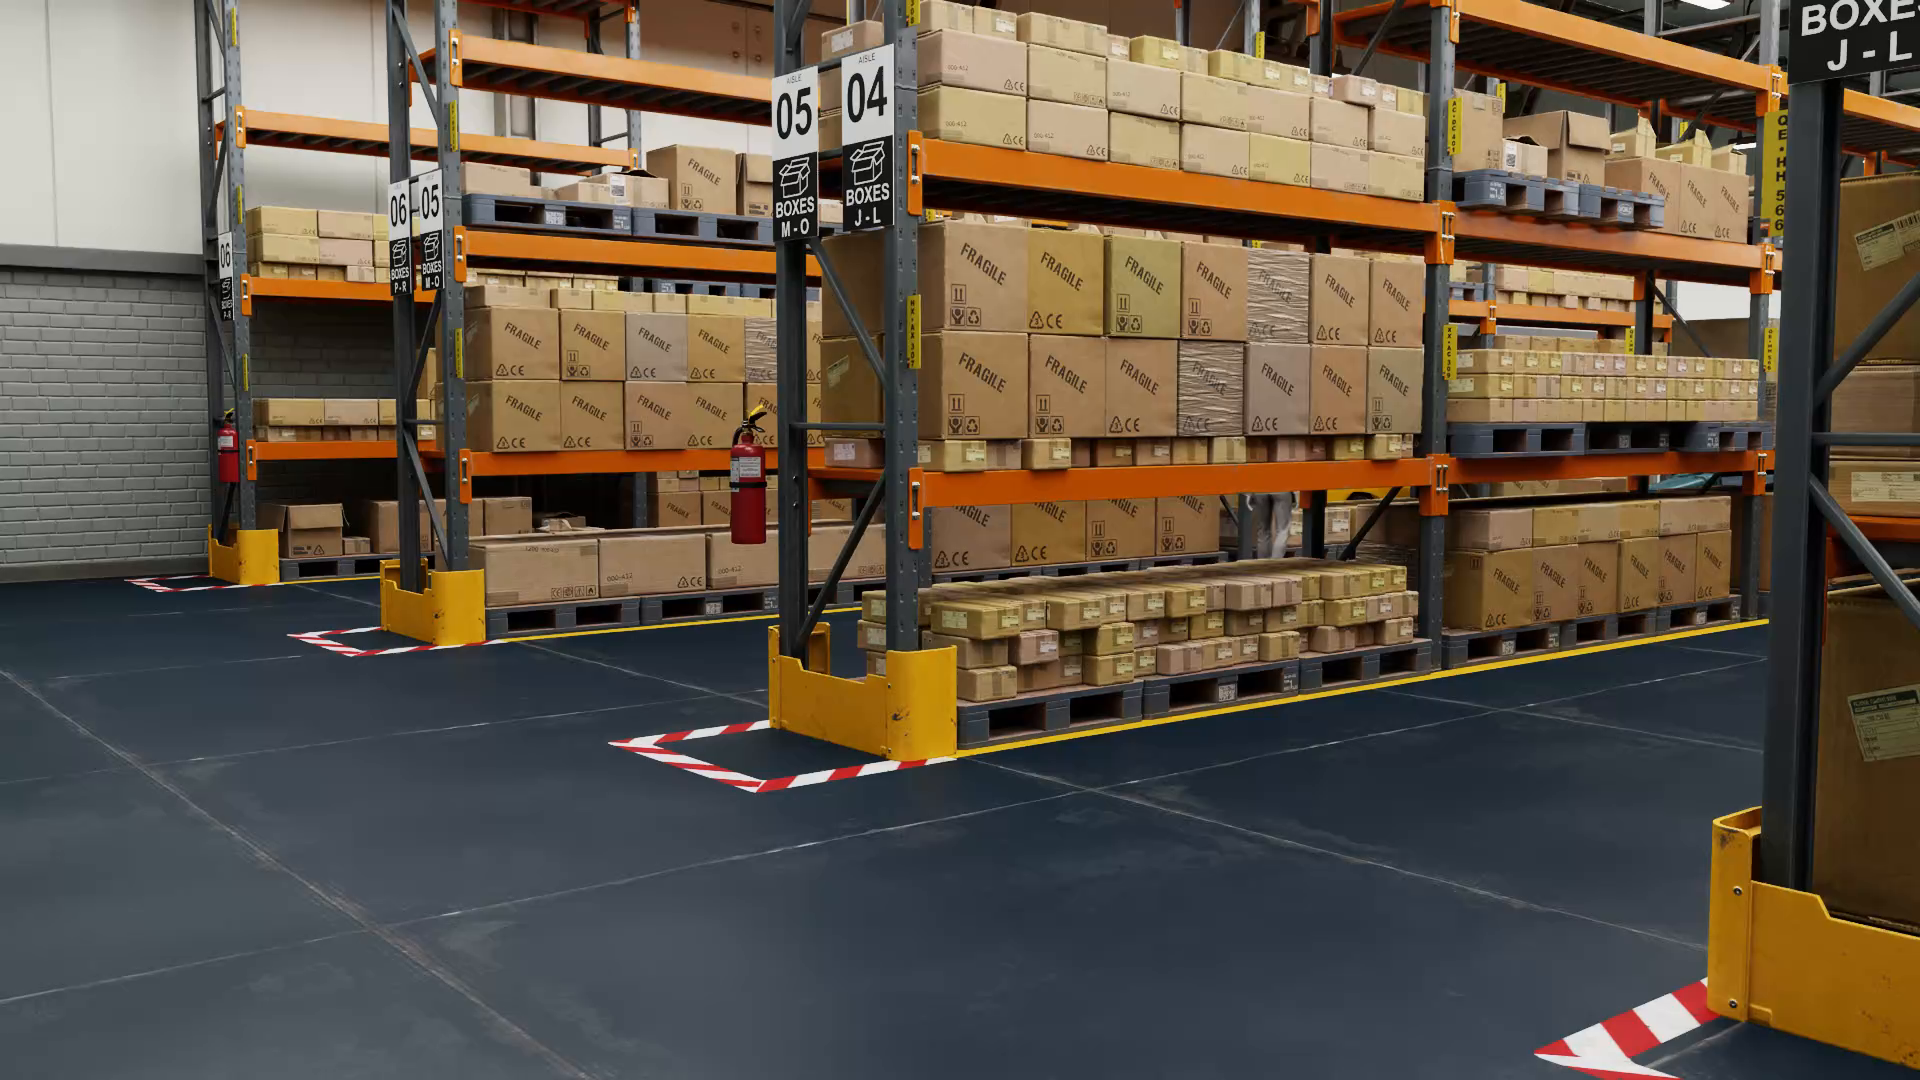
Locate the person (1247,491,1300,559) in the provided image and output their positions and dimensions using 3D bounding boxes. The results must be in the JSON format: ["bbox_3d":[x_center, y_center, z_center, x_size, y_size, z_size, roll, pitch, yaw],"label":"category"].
[{"bbox_3d":[2.851,-0.423,15.097,0.512,1.662,0.664,2,5,29],"label":"person"}]
